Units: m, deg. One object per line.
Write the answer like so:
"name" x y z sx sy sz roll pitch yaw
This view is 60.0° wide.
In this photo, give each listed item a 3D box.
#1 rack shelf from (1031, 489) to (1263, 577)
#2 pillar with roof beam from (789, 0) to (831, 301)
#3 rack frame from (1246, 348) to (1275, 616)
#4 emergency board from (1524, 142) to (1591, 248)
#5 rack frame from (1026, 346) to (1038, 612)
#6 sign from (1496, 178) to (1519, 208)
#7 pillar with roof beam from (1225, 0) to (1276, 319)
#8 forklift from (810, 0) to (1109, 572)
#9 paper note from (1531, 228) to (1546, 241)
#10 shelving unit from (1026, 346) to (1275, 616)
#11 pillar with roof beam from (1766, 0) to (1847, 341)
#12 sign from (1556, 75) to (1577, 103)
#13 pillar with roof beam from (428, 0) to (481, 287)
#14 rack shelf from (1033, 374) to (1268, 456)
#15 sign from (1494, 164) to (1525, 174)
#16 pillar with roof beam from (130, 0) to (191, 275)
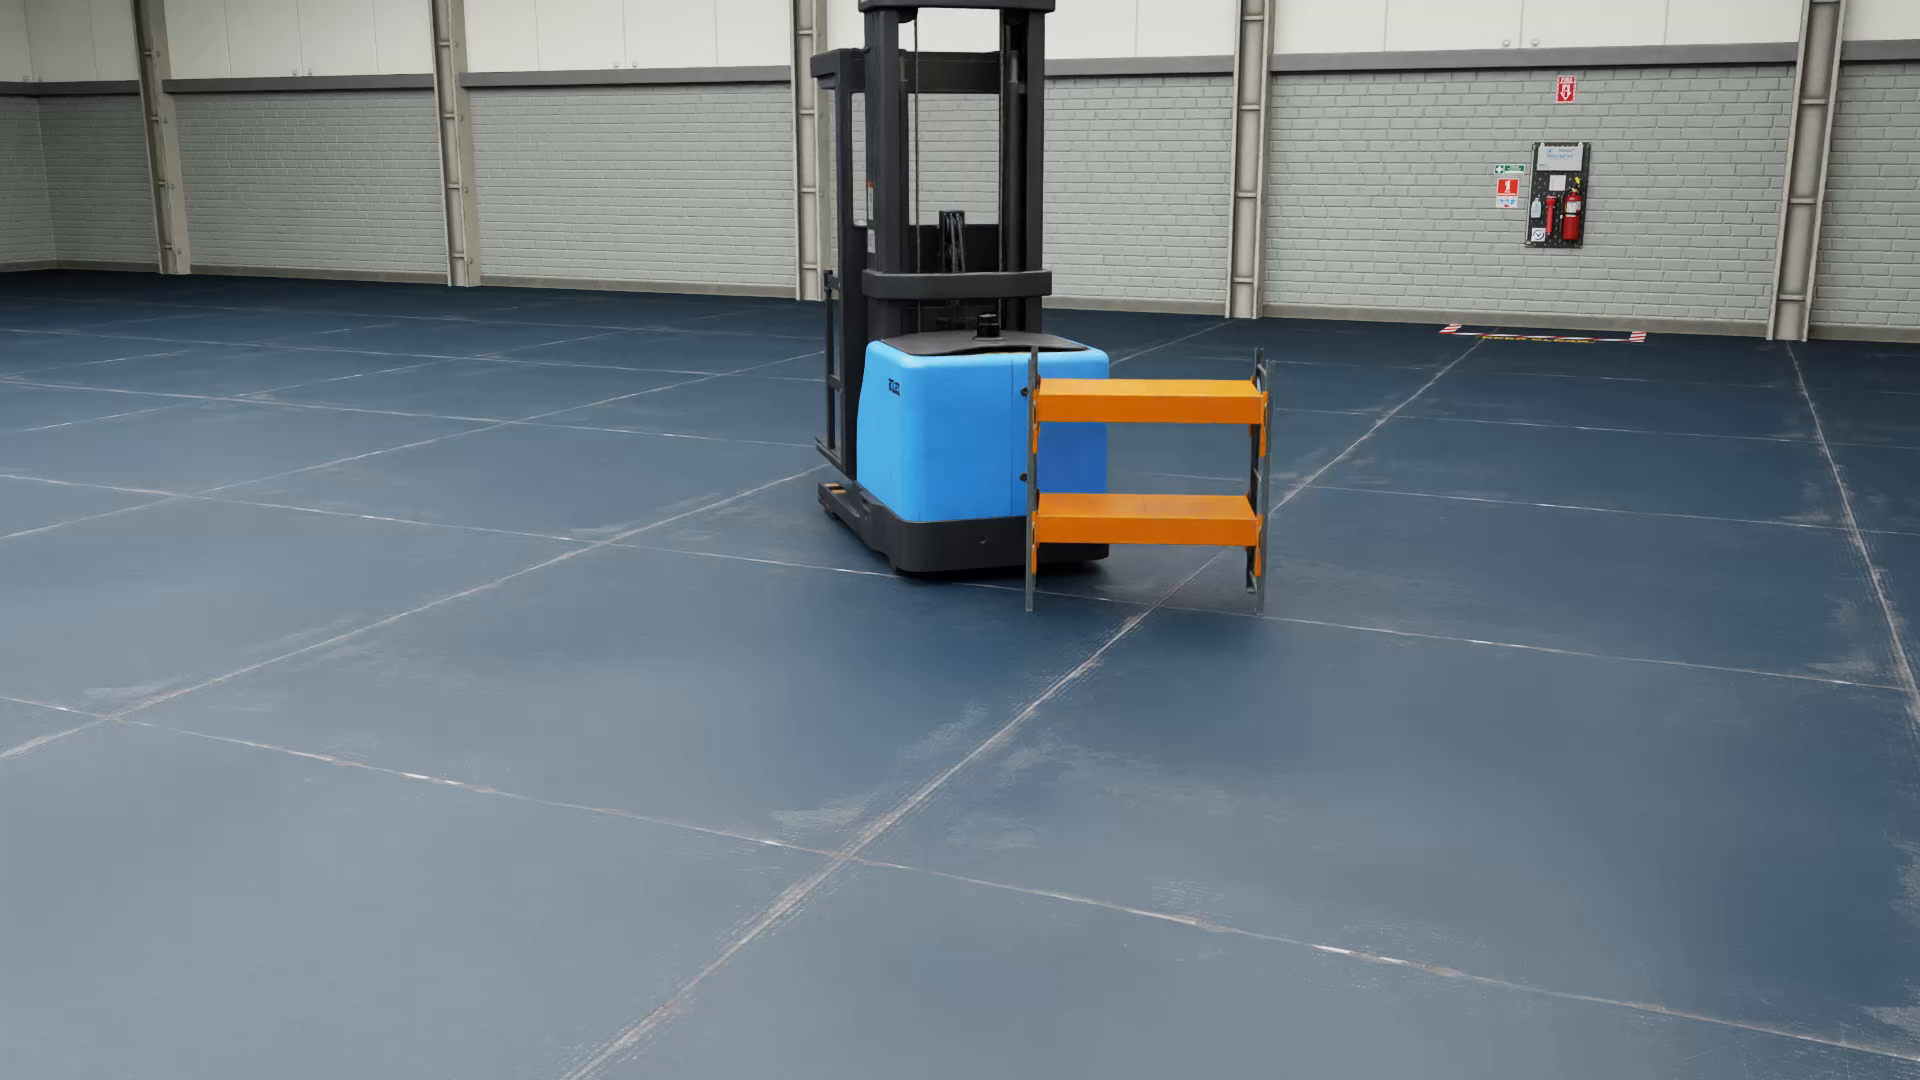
"rack shelf" 0.832 -0.039 7.528 1.000 0.278 0.538 1 13 4
"pillar with roof beam" -3.745 -6.774 17.925 0.400 9.000 9.100 6 14 23
"rack frame" 1.340 -0.269 7.438 0.032 1.125 0.500 1 13 4
"emergency board" 6.727 -3.879 18.719 0.643 1.169 0.194 6 14 23
"rack frame" 0.325 -0.285 7.507 0.032 1.125 0.500 1 13 4
"sign" 6.263 -3.969 19.025 0.234 0.329 0.001 6 14 23
"pillar with roof beam" 1.741 -6.219 15.559 0.400 9.000 9.100 6 14 23
"forklift" -0.175 -1.565 9.008 1.130 2.935 3.031 -4 14 -16
"paper note" 6.593 -3.481 18.951 0.142 0.148 0.016 6 14 23
"shelving unit" 0.832 -0.277 7.472 1.048 1.125 0.538 1 13 4
"pillar with roof beam" 7.227 -5.664 13.193 0.400 9.000 9.100 6 14 23
"sign" 6.760 -5.029 18.546 0.199 0.298 0.001 6 14 23
"pillar with roof beam" -9.230 -7.329 20.291 0.400 9.000 9.100 6 14 23
"rack shelf" 0.832 -0.562 7.405 1.000 0.278 0.538 1 13 4
"sign" 6.264 -4.225 18.955 0.331 0.109 0.001 6 14 23
"pillar with roof beam" -14.716 -7.884 22.657 0.400 9.000 9.100 6 14 23
